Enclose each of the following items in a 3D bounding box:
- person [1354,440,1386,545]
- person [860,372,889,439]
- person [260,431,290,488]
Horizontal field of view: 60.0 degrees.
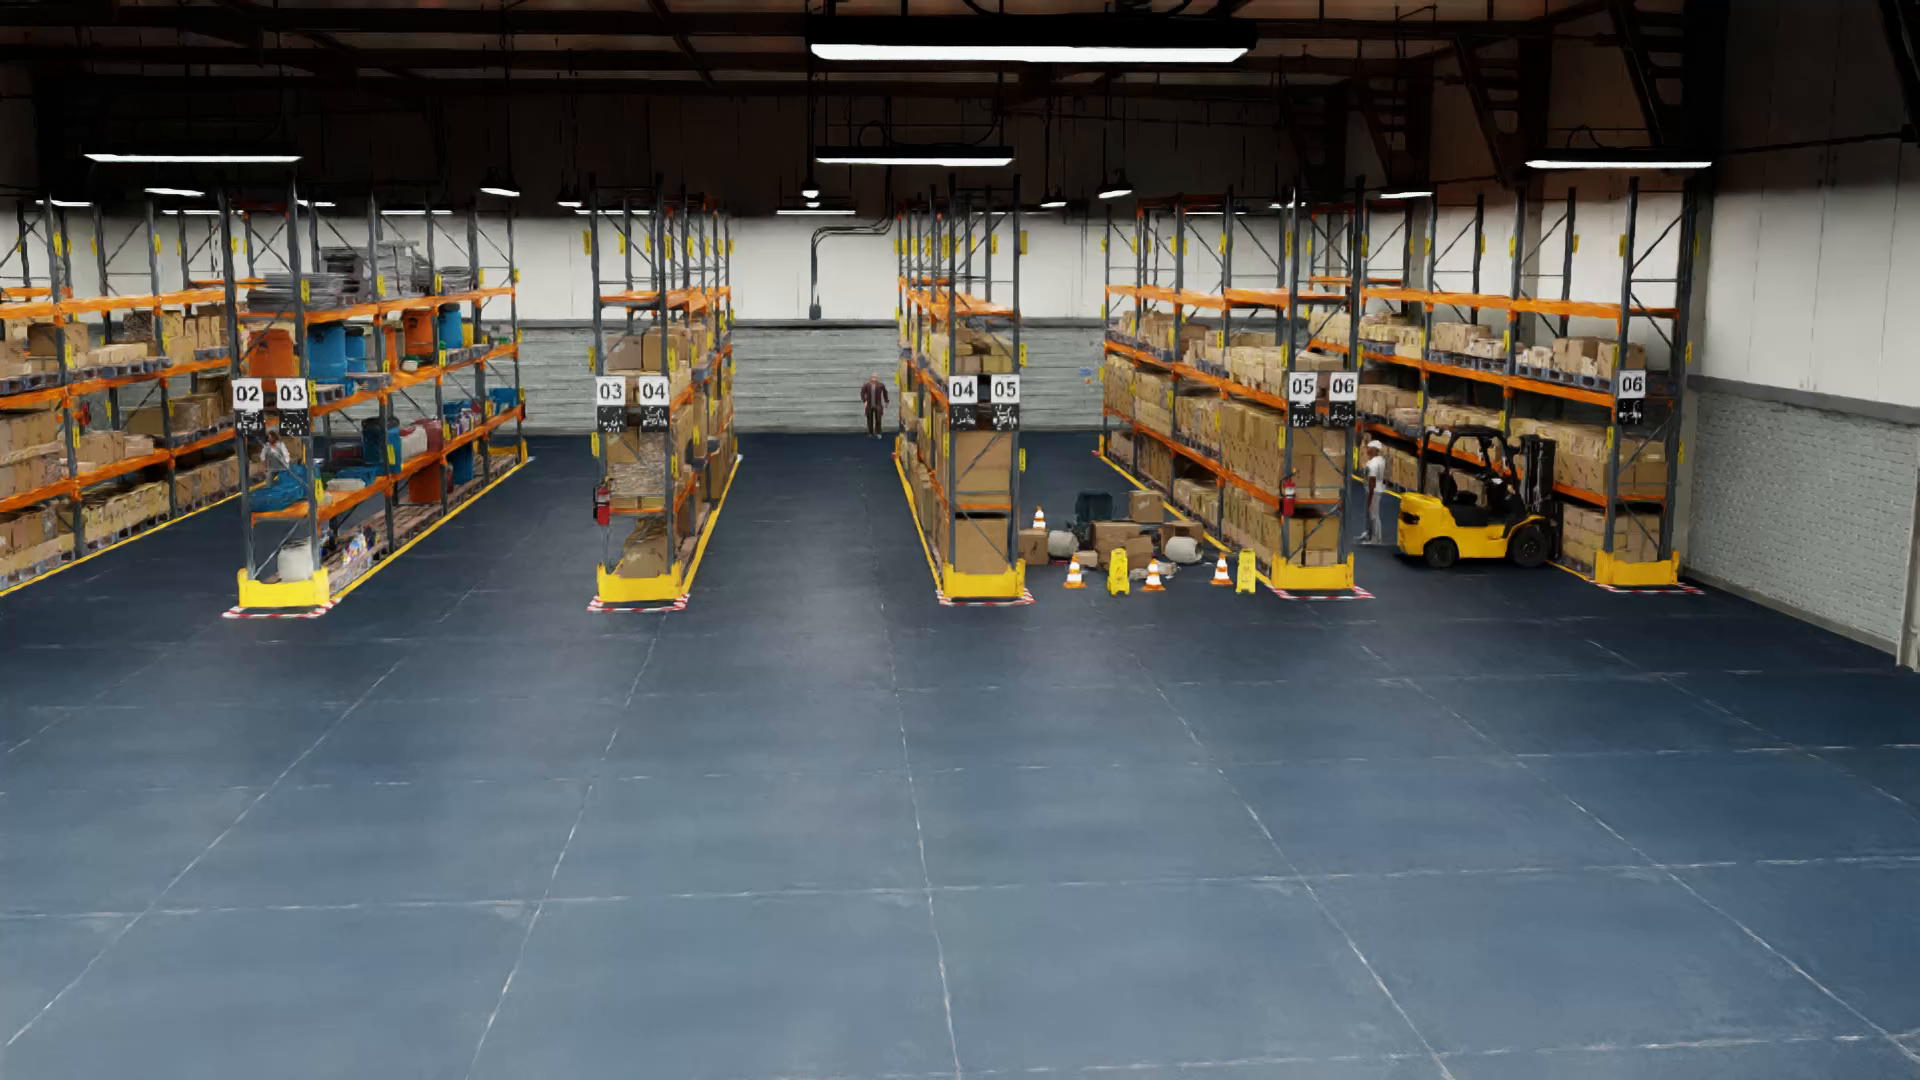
[{"bbox_3d":[6.945,-0.817,28.160,0.503,1.764,0.624,5,11,25],"label":"person"},{"bbox_3d":[-2.254,-3.545,43.783,0.748,1.741,0.741,0,10,0],"label":"person"},{"bbox_3d":[-13.137,-1.349,31.942,0.566,1.541,0.519,-1,10,-7],"label":"person"}]
